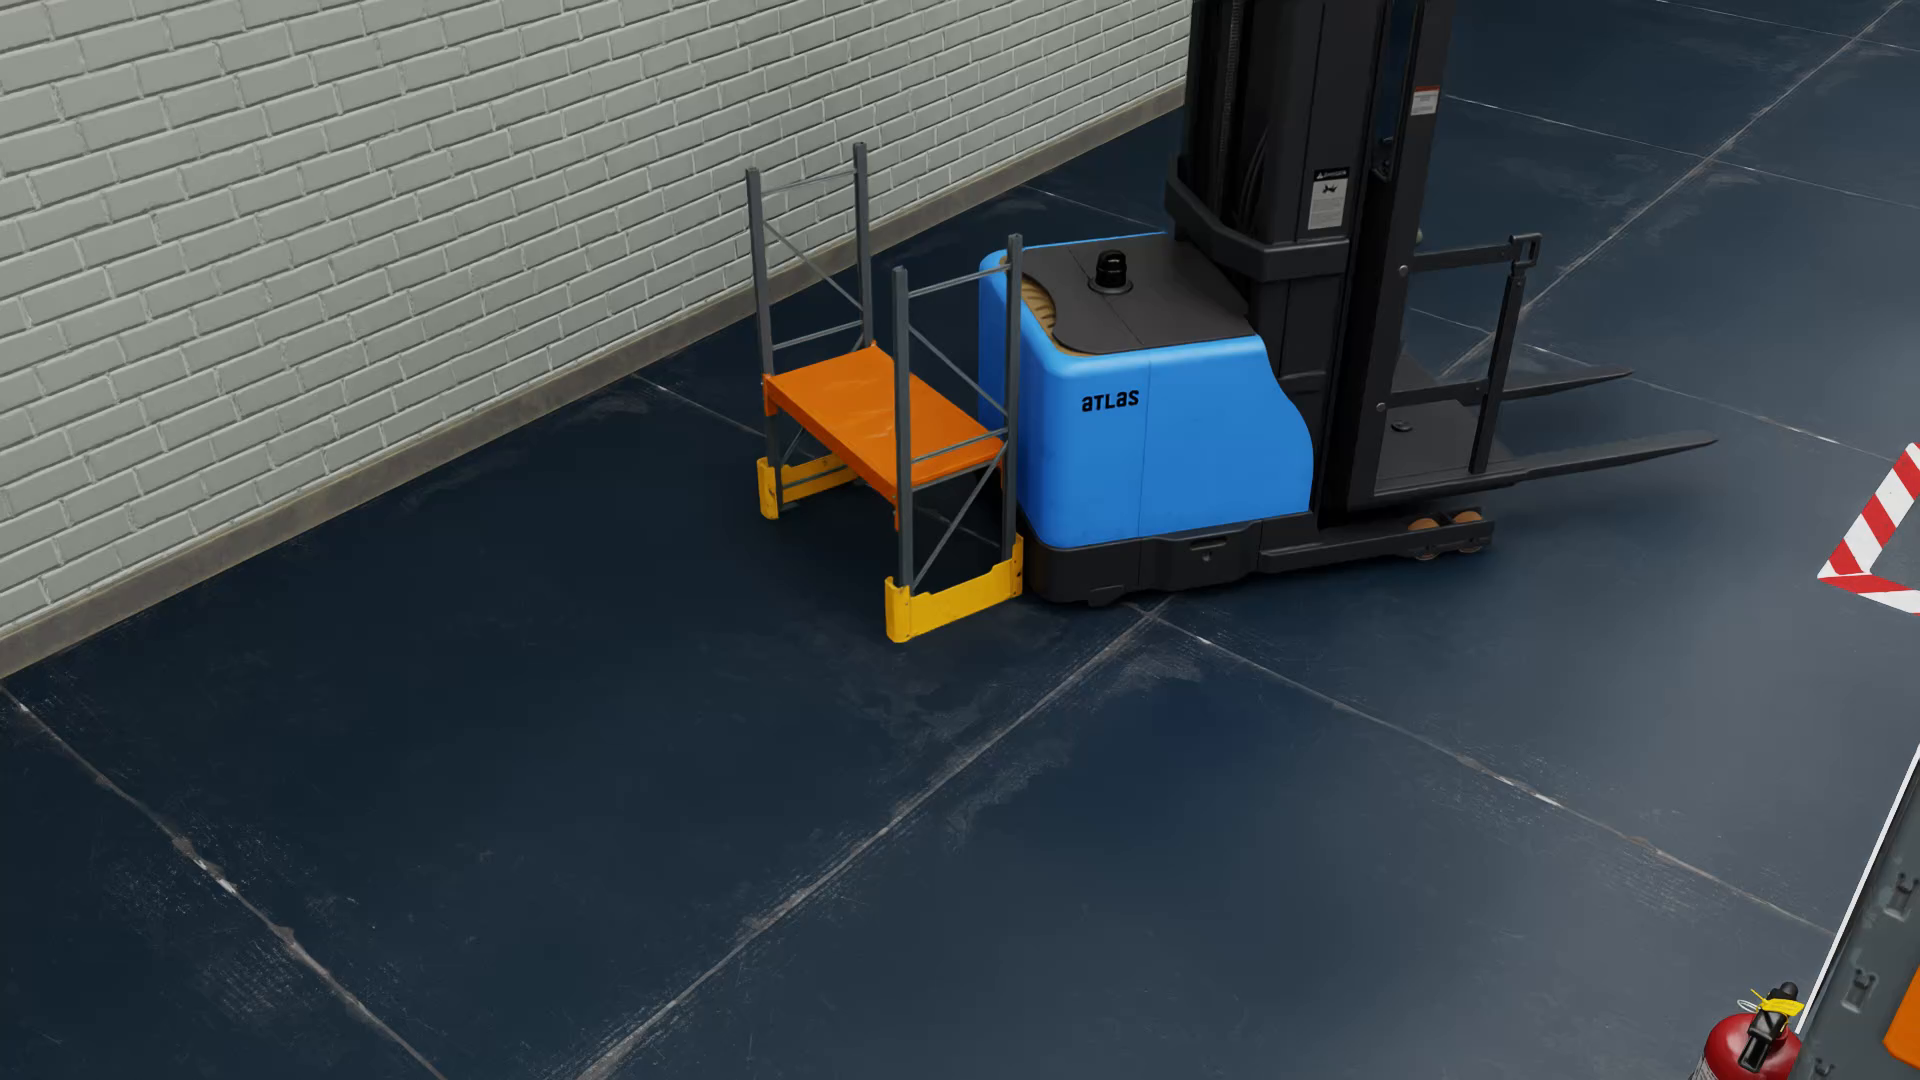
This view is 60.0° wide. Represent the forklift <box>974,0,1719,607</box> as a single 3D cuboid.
[{"bbox_3d":[1.636,-1.407,6.210,3.031,2.935,1.130,-9,35,-12],"label":"forklift"}]

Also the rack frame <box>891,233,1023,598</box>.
[{"bbox_3d":[-0.006,-0.331,5.907,0.500,1.500,0.032,-21,40,-27],"label":"rack frame"}]

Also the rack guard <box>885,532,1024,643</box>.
[{"bbox_3d":[-0.016,0.175,6.274,0.587,0.250,0.087,-21,40,-27],"label":"rack guard"}]

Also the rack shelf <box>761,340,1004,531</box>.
[{"bbox_3d":[-0.287,-0.422,6.358,0.538,0.185,1.000,-21,40,-27],"label":"rack shelf"}]

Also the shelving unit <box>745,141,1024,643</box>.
[{"bbox_3d":[-0.292,-0.575,6.262,0.587,1.500,1.083,-21,40,-27],"label":"shelving unit"}]

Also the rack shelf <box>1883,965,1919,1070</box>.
[{"bbox_3d":[2.787,0.860,0.833,4.000,0.370,1.077,25,42,32],"label":"rack shelf"}]

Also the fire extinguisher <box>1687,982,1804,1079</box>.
[{"bbox_3d":[1.425,1.009,3.029,0.183,0.674,0.296,25,42,32],"label":"fire extinguisher"}]

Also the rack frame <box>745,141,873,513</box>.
[{"bbox_3d":[-0.569,-0.810,6.605,0.500,1.500,0.032,-21,40,-27],"label":"rack frame"}]

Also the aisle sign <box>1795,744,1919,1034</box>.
[{"bbox_3d":[1.004,0.107,1.648,0.004,0.787,0.394,25,42,32],"label":"aisle sign"}]

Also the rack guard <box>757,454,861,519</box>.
[{"bbox_3d":[-0.568,-0.295,6.958,0.587,0.250,0.087,-21,40,-27],"label":"rack guard"}]
